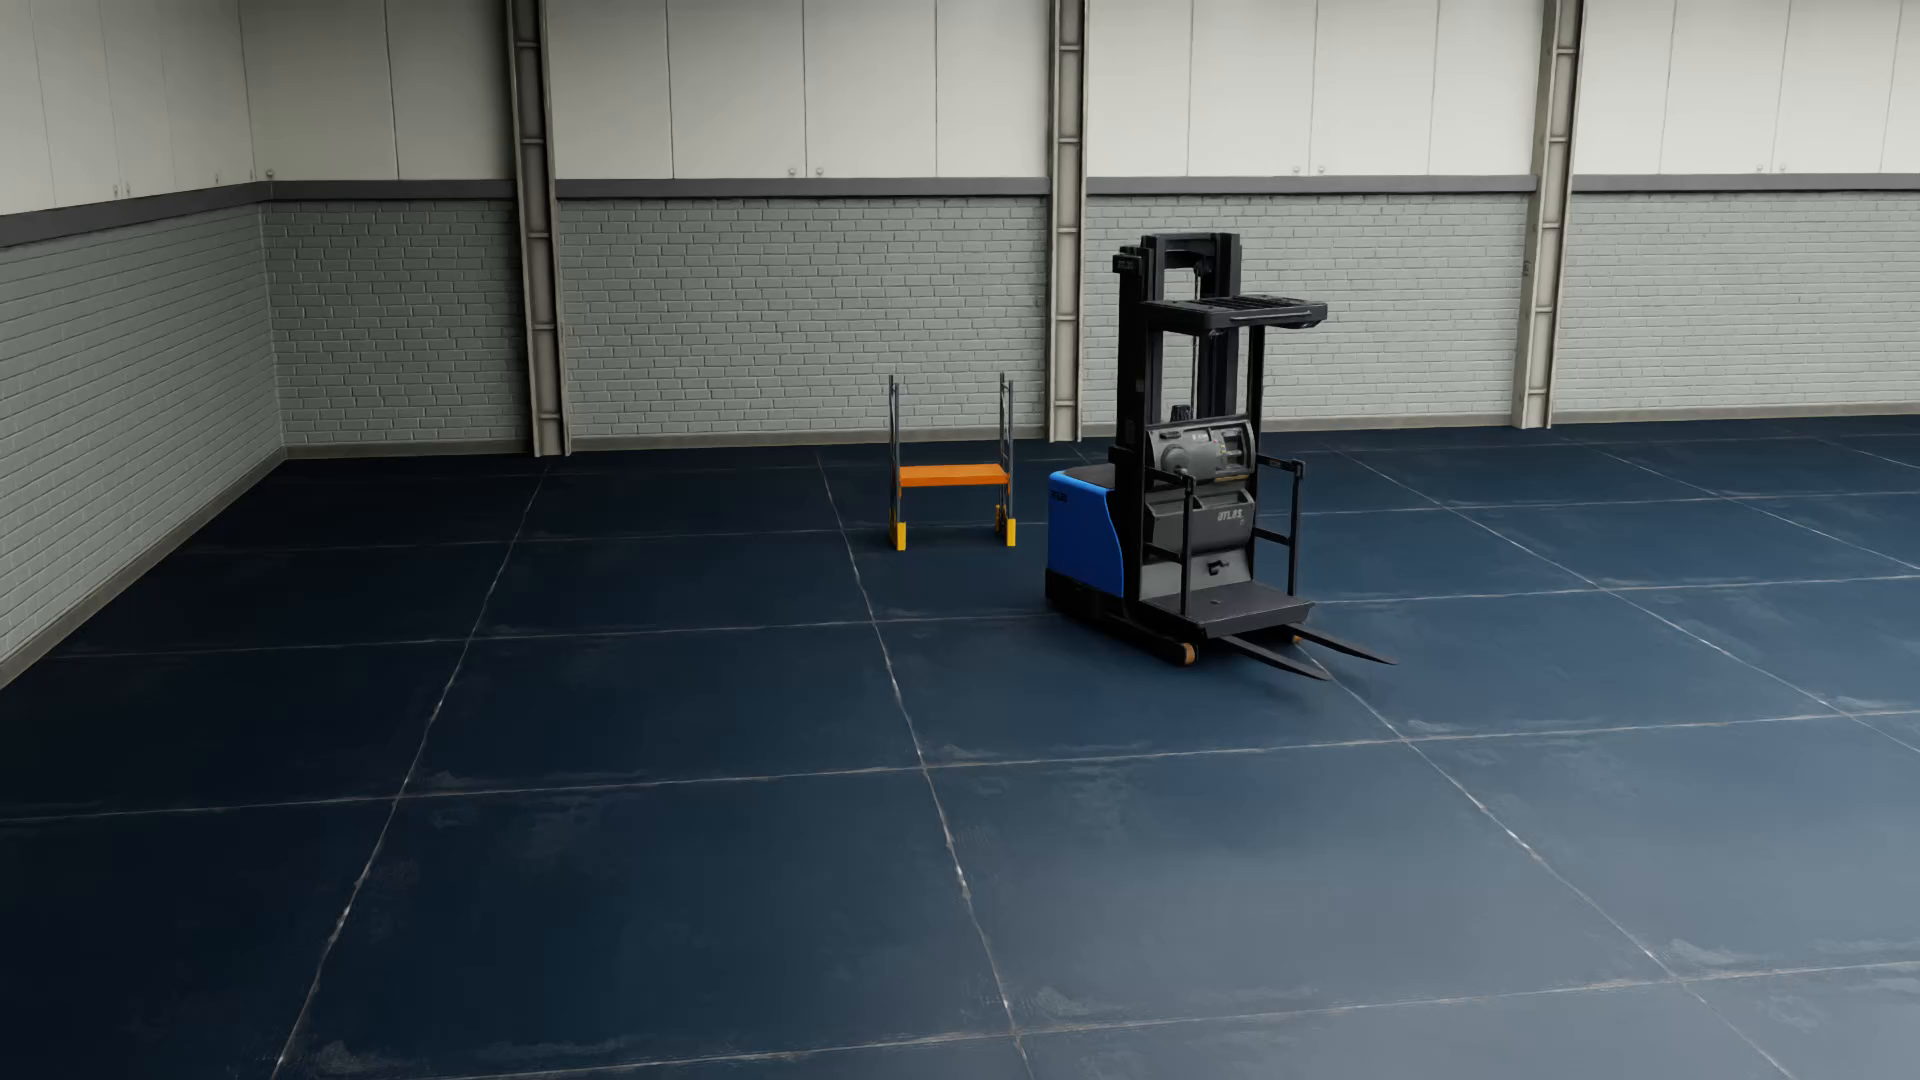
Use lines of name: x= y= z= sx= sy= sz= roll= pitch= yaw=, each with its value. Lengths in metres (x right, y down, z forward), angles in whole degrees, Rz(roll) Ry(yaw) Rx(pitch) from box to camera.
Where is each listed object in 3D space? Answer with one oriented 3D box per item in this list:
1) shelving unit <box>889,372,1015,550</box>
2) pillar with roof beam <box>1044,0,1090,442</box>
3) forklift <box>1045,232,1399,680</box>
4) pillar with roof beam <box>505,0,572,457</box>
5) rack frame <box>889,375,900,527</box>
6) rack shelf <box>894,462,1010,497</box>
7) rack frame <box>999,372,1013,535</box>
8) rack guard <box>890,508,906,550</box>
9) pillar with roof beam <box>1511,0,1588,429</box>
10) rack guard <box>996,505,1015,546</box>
shelving unit: x=-0.075 y=-0.725 z=15.028 sx=1.083 sy=1.500 sz=0.587 roll=-2 pitch=14 yaw=-8
pillar with roof beam: x=1.881 y=-4.539 z=14.821 sx=0.400 sy=9.000 sz=9.100 roll=-2 pitch=14 yaw=-8
forklift: x=1.860 y=-0.663 z=11.841 sx=1.130 sy=2.935 sz=3.031 roll=-8 pitch=16 yaw=-30
pillar with roof beam: x=-4.052 y=-4.322 z=13.954 sx=0.400 sy=9.000 sz=9.100 roll=-2 pitch=14 yaw=-8
rack frame: x=-0.587 y=-0.706 z=14.954 sx=0.032 sy=1.500 sz=0.500 roll=-2 pitch=14 yaw=-8
rack shelf: x=-0.084 y=-0.550 z=15.071 sx=1.000 sy=0.185 sz=0.538 roll=-2 pitch=14 yaw=-8
rack frame: x=0.418 y=-0.743 z=15.101 sx=0.032 sy=1.500 sz=0.500 roll=-2 pitch=14 yaw=-8
rack guard: x=-0.568 y=-0.100 z=15.108 sx=0.087 sy=0.250 sz=0.587 roll=-2 pitch=14 yaw=-8
pillar with roof beam: x=7.814 y=-4.756 z=15.688 sx=0.400 sy=9.000 sz=9.100 roll=-2 pitch=14 yaw=-8
rack guard: x=0.417 y=-0.137 z=15.252 sx=0.087 sy=0.250 sz=0.587 roll=-2 pitch=14 yaw=-8
